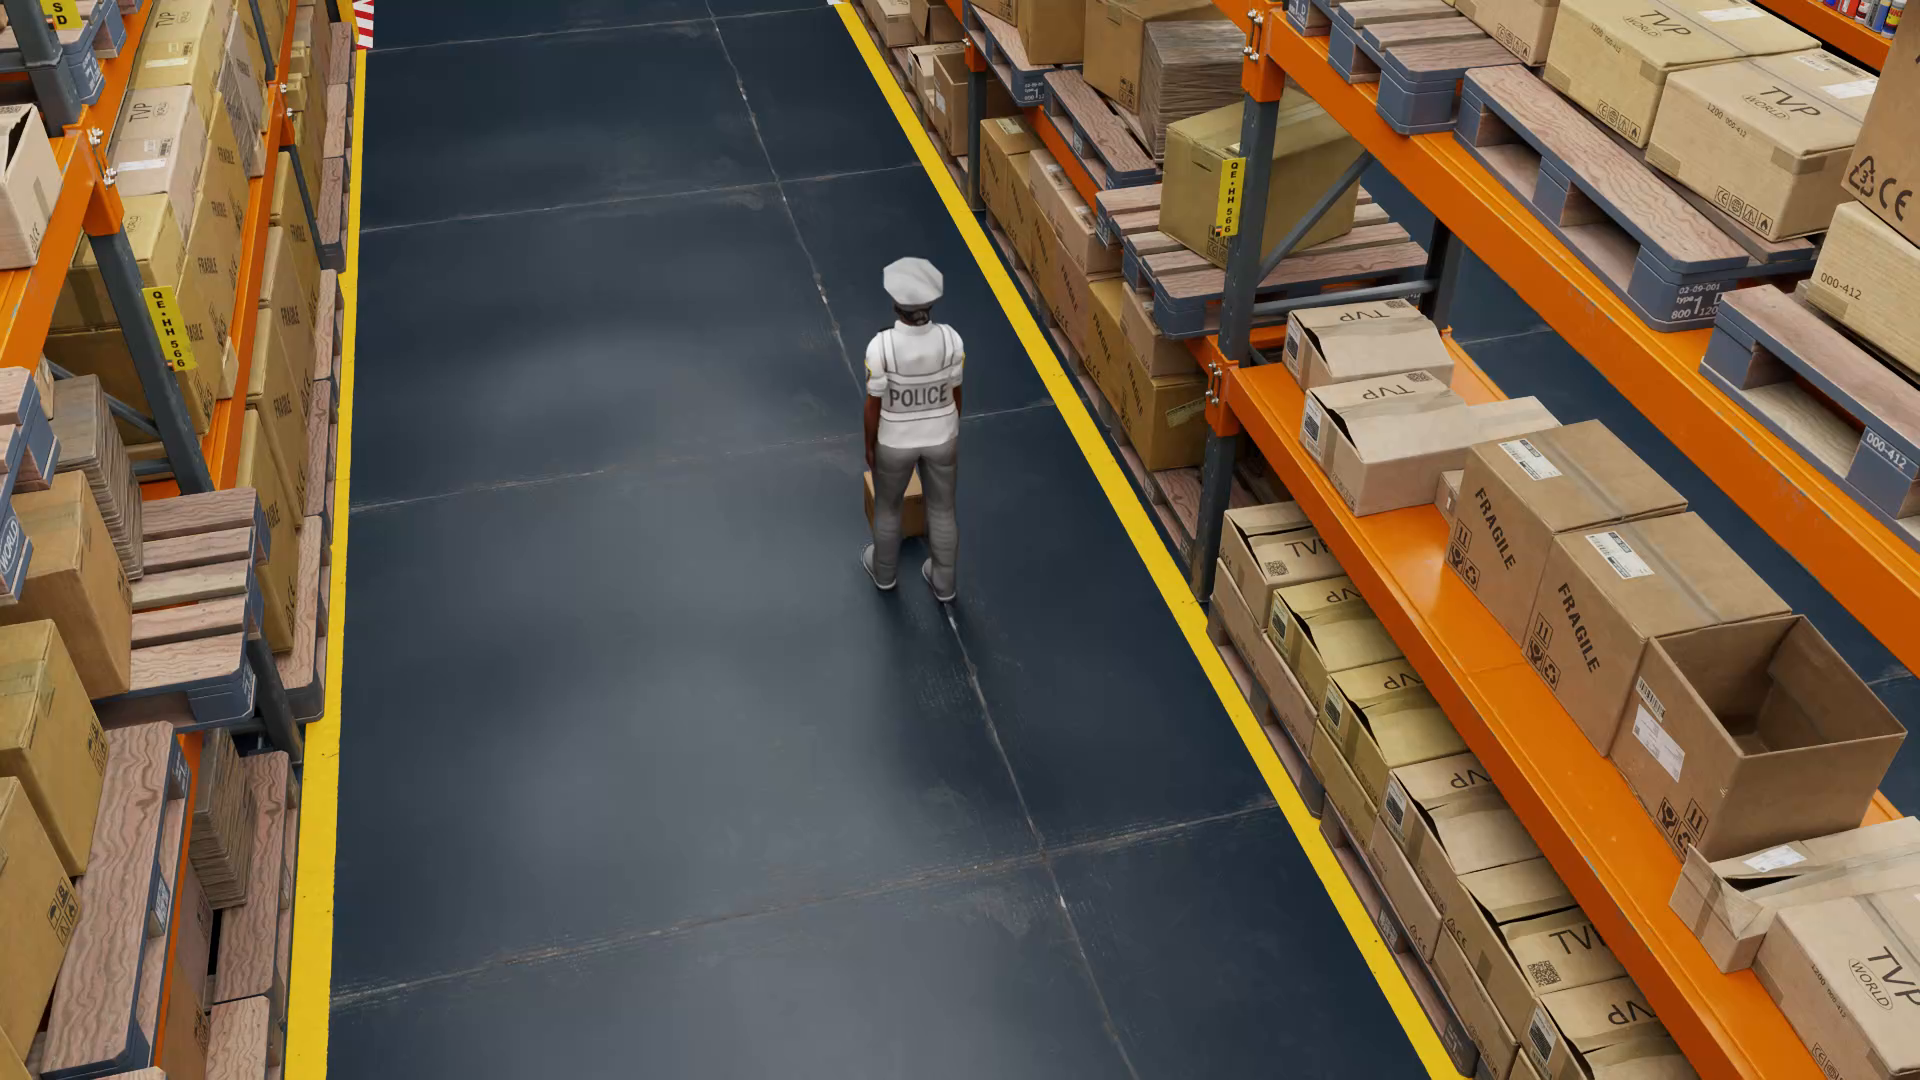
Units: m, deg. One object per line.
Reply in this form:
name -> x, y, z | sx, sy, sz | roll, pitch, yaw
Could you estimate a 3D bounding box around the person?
person -> -0.214, -0.431, 7.265 | 0.438, 1.658, 0.340 | -9, 39, -11
